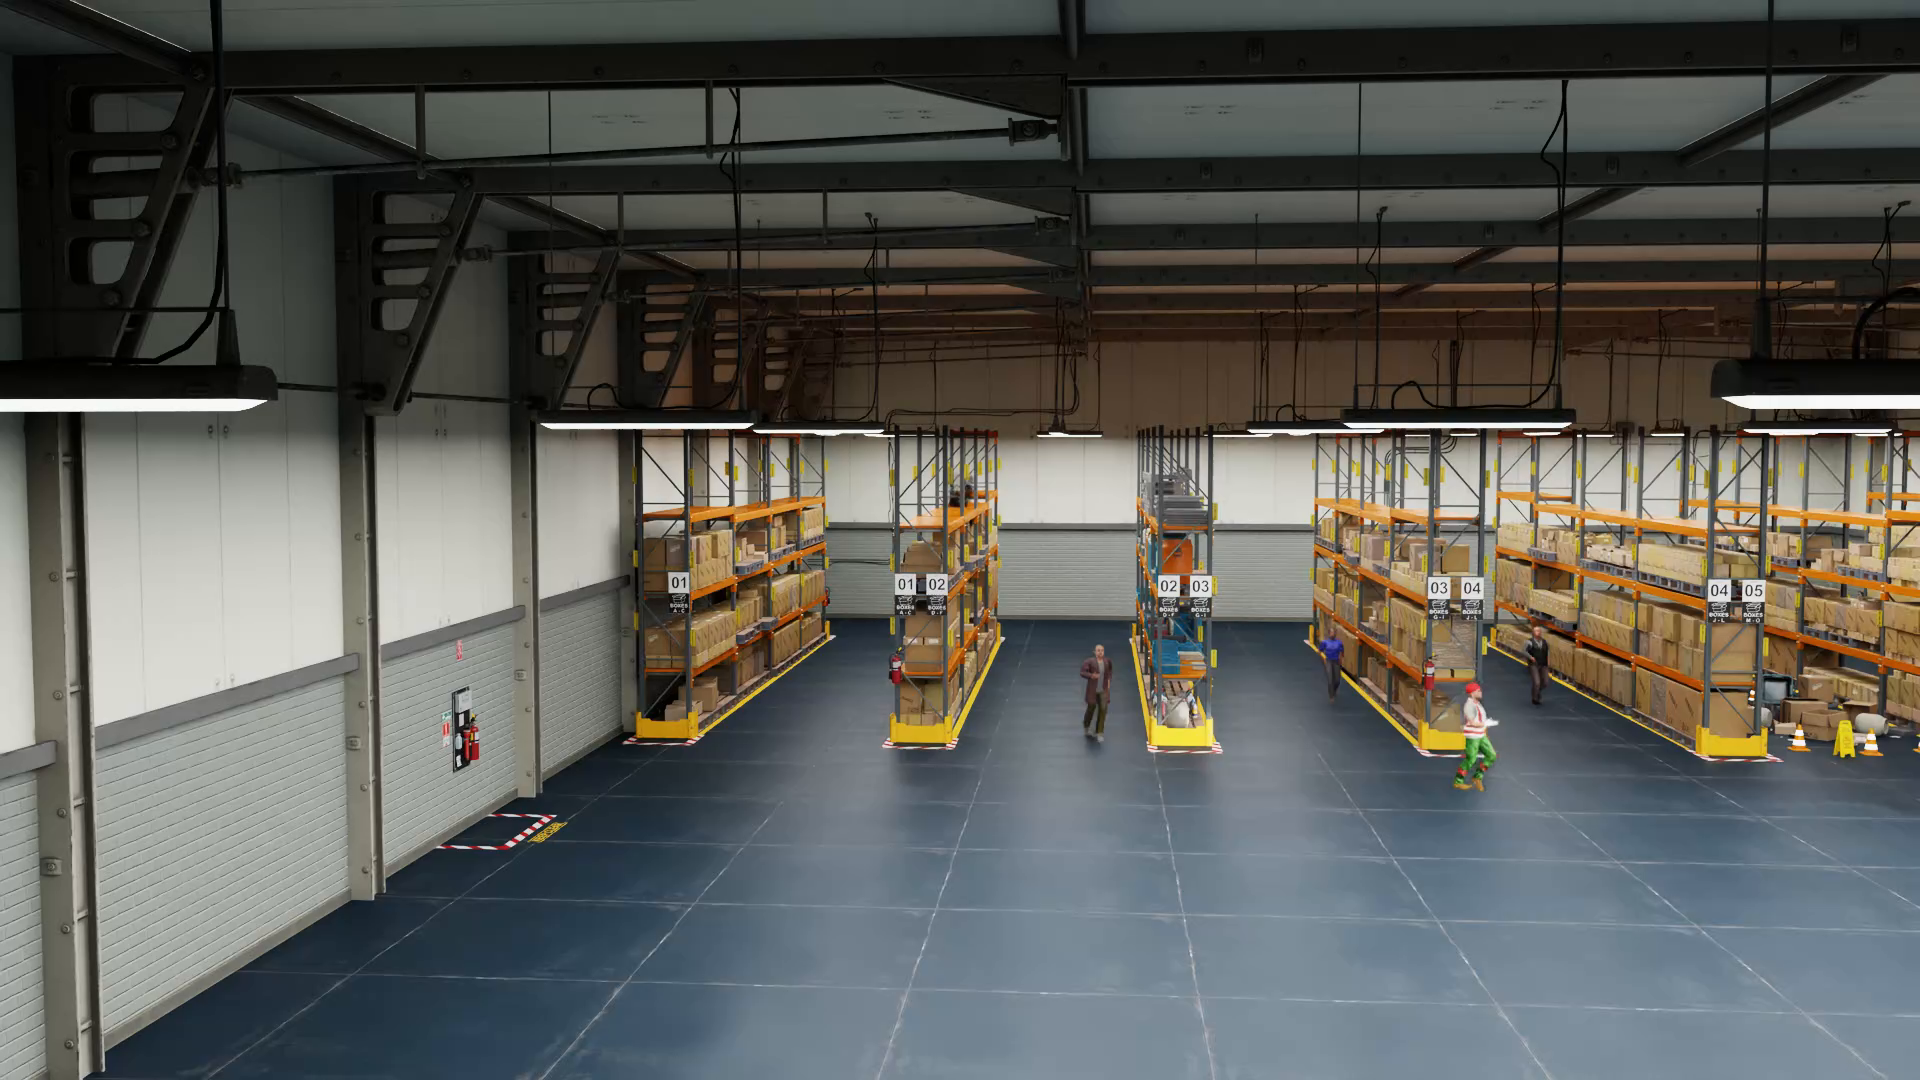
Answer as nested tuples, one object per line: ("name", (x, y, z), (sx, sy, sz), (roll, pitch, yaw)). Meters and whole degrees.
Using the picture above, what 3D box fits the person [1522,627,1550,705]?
("person", (12.502, 2.722, 35.984), (0.656, 1.671, 0.603), (0, 3, -5))

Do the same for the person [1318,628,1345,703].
("person", (8.118, 2.728, 36.370), (0.587, 1.626, 0.601), (0, 3, 3))

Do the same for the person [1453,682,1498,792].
("person", (8.381, 3.206, 26.971), (0.711, 1.793, 0.639), (2, 4, 36))

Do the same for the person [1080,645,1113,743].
("person", (2.630, 2.915, 31.884), (0.711, 1.824, 0.915), (-1, 3, -10))
